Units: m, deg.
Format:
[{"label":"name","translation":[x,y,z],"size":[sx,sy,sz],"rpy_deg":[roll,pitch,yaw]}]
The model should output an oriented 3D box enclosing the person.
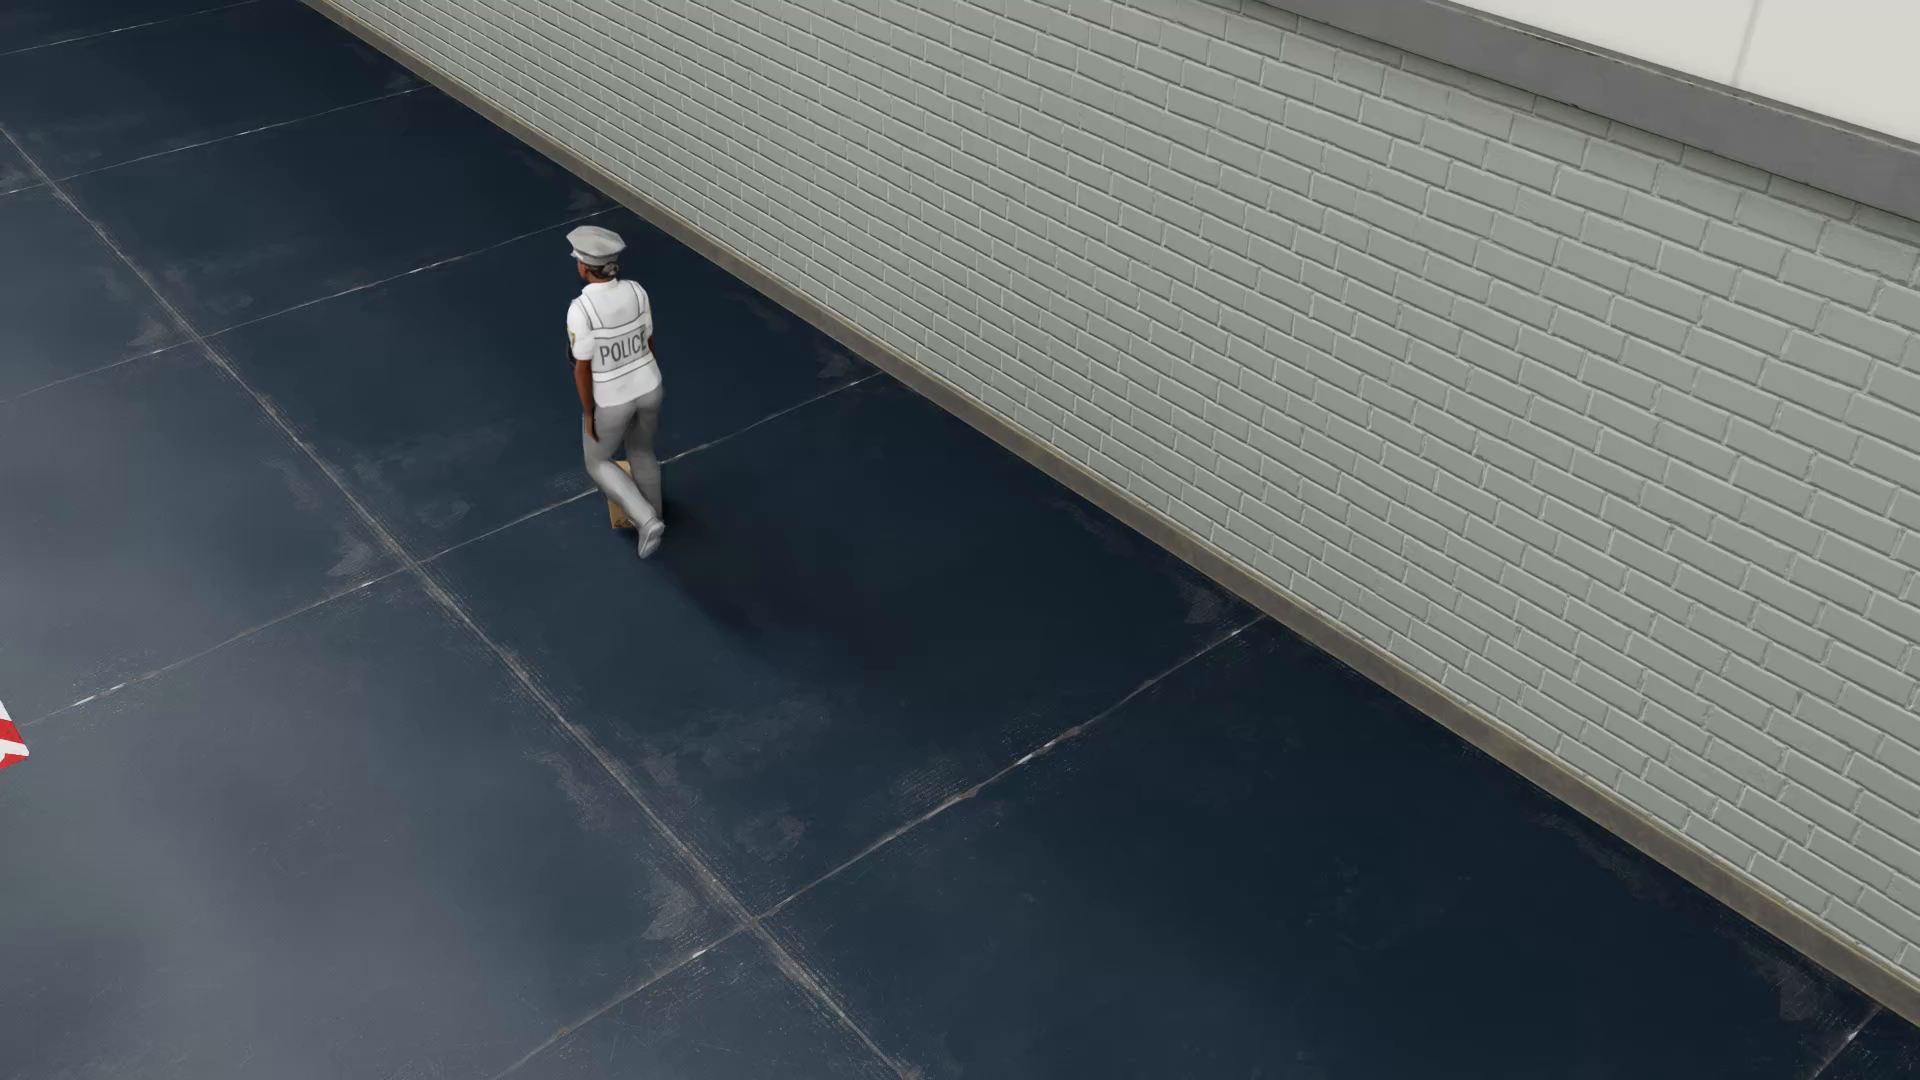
[{"label":"person","translation":[-1.594,-0.661,7.947],"size":[0.456,1.647,0.527],"rpy_deg":[-28,45,-33]}]
